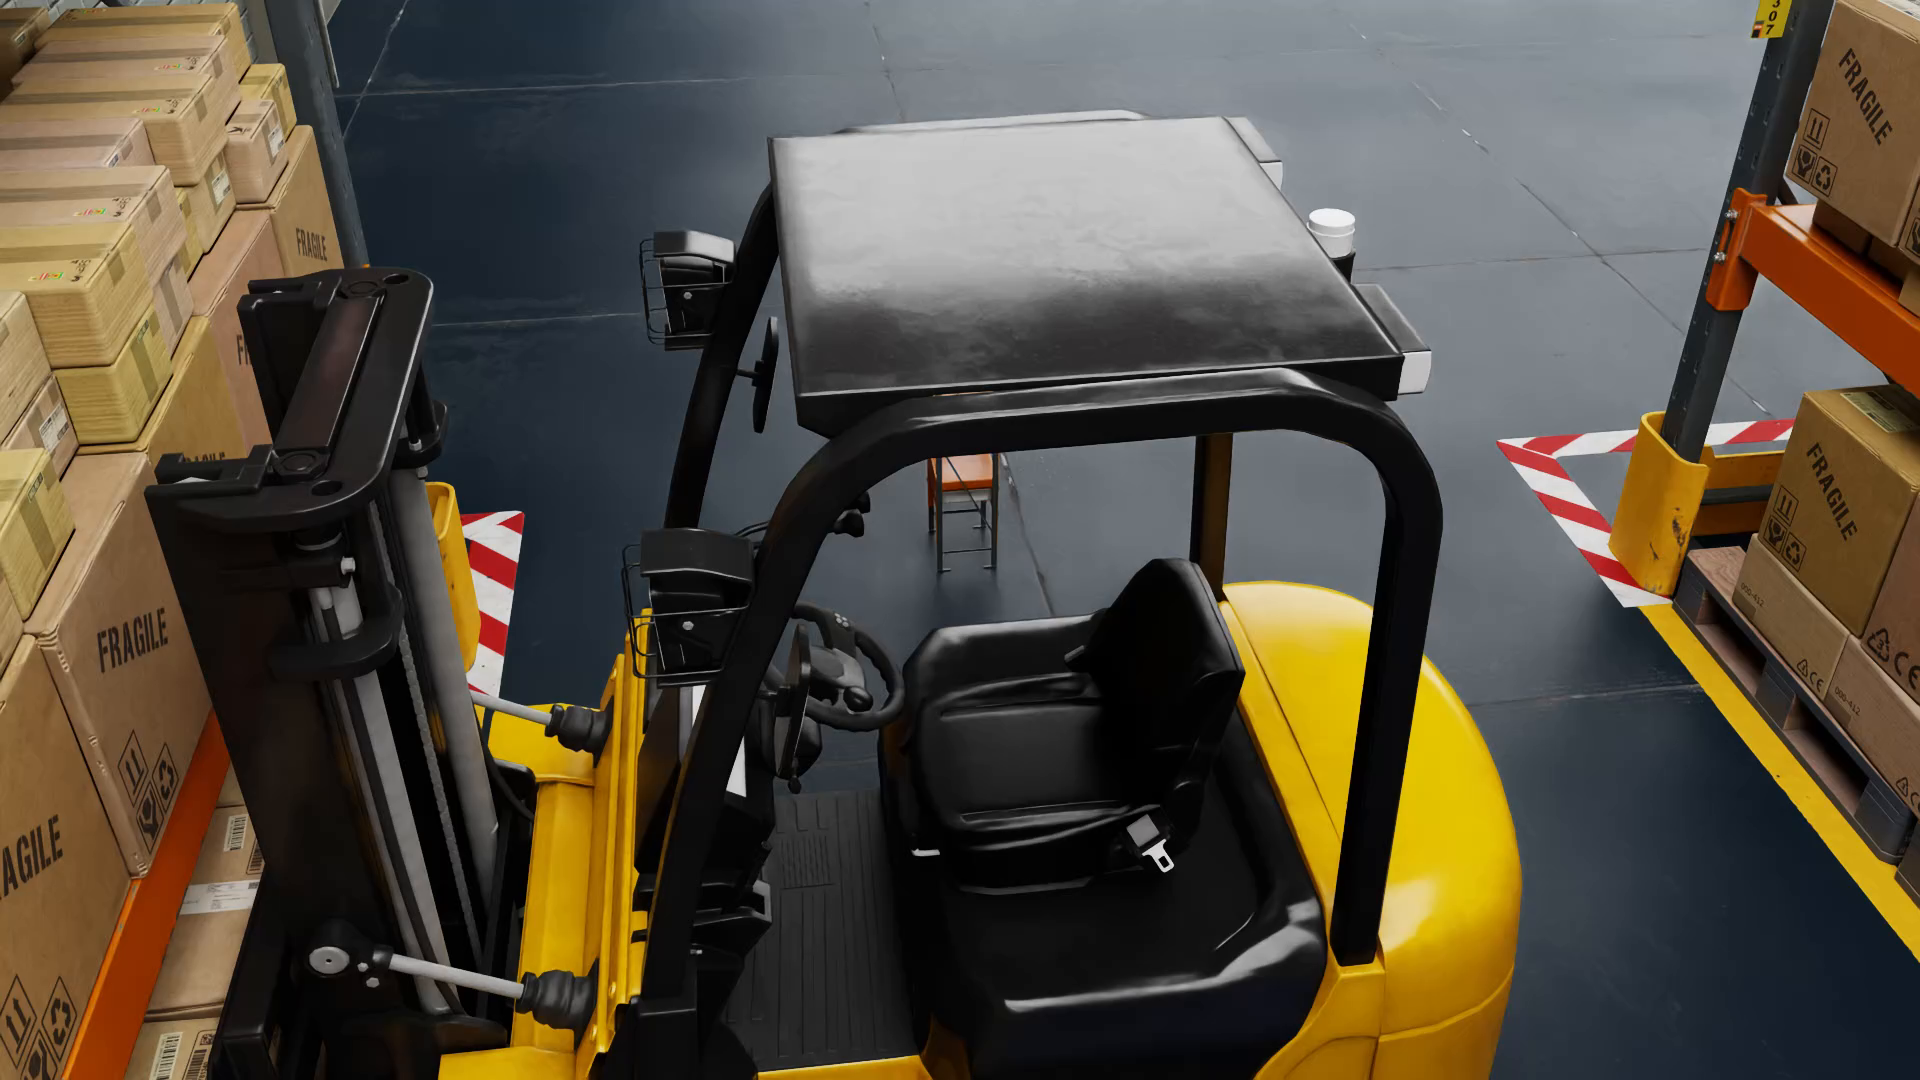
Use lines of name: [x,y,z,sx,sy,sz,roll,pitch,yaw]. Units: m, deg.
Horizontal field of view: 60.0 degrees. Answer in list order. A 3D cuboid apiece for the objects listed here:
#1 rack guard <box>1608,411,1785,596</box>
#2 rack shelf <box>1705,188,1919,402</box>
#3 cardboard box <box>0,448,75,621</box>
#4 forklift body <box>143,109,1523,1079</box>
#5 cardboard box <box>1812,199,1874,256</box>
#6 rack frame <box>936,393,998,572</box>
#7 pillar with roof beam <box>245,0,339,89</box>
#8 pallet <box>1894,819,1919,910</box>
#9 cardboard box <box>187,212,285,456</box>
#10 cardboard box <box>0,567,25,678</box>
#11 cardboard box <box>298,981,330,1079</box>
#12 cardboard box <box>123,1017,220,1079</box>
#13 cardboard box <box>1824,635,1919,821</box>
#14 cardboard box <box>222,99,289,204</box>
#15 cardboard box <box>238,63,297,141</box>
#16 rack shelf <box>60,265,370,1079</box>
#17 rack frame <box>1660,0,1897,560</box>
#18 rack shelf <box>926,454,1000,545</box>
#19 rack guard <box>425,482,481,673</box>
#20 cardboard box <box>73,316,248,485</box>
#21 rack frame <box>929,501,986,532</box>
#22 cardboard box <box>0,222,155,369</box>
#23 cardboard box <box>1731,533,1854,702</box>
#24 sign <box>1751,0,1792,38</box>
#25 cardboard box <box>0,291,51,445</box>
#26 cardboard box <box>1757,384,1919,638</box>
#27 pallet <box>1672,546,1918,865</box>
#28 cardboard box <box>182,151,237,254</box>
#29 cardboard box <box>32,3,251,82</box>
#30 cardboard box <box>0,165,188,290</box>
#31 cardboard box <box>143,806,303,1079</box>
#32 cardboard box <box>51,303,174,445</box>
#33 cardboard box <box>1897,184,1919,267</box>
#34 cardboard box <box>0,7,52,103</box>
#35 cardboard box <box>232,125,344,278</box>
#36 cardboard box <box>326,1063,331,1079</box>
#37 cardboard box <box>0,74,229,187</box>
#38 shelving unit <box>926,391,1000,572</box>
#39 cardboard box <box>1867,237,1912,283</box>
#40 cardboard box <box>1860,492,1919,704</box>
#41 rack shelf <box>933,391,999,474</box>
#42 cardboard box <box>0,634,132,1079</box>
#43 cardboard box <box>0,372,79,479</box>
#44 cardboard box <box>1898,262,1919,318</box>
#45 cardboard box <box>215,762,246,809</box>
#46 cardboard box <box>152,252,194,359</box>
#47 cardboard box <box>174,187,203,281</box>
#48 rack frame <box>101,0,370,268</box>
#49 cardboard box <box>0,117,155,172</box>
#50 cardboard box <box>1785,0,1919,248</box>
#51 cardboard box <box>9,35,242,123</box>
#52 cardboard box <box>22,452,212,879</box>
rack guard: [2.822,-0.159,5.539,1.175,0.500,0.348,-4,35,-6]
rack shelf: [3.081,0.179,3.462,1.077,0.370,4.000,-4,35,-6]
cardboard box: [-1.539,0.005,2.415,0.380,0.149,0.250,-5,35,-7]
forklift body: [-0.043,0.415,3.231,2.313,2.155,1.214,-4,35,-6]
cardboard box: [2.653,-0.925,4.667,0.380,0.149,0.250,-4,35,-6]
rack frame: [0.024,-0.336,5.311,0.200,1.050,0.008,-4,35,-6]
pillar with roof beam: [0.553,-6.552,7.374,9.100,9.000,0.400,-4,35,-6]
pallet: [3.057,1.096,3.954,1.003,0.211,1.213,-4,35,-6]
cardboard box: [-1.719,-0.352,3.515,0.500,0.500,0.500,-3,34,-5]
cardboard box: [-1.494,0.153,2.198,0.380,0.149,0.250,-5,35,-8]
cardboard box: [-1.520,0.995,3.251,0.500,0.250,0.500,-4,35,-7]
cardboard box: [-1.459,1.069,2.698,0.500,0.250,0.500,-3,34,-5]
cardboard box: [2.708,0.485,4.443,0.500,0.250,0.500,-3,34,-5]
cardboard box: [-1.718,-0.853,3.673,0.380,0.149,0.250,-4,34,-6]
cardboard box: [-1.782,-0.993,3.879,0.380,0.149,0.250,-4,34,-6]
rack shelf: [-1.837,0.557,2.907,1.077,0.370,4.000,-4,35,-6]
rack frame: [2.812,-1.234,4.897,1.000,3.000,0.127,-4,35,-6]
rack shelf: [0.007,-0.166,5.573,0.215,0.259,0.240,-4,35,-6]
rack guard: [-2.109,0.164,5.066,1.175,0.500,0.348,-4,35,-6]
cardboard box: [-1.650,-0.066,3.095,0.500,0.500,0.500,-5,35,-7]
rack frame: [-0.009,-0.472,5.510,0.200,1.050,0.008,-4,35,-6]
cardboard box: [-1.578,-0.400,2.744,0.380,0.149,0.250,-4,34,-5]
cardboard box: [2.646,0.200,4.862,0.500,0.250,0.500,-5,35,-7]
sign: [2.274,-1.551,4.593,0.100,0.325,0.005,-4,35,-6]
cardboard box: [-1.637,-0.249,2.523,0.380,0.149,0.250,-4,34,-6]
cardboard box: [2.650,-0.097,4.631,0.500,0.500,0.500,-5,35,-8]
pallet: [2.896,0.417,4.951,1.003,0.211,1.213,-4,35,-6]
cardboard box: [-1.744,-0.703,3.454,0.380,0.149,0.250,-4,34,-5]
cardboard box: [-1.849,-1.104,3.778,0.380,0.149,0.250,-4,35,-6]
cardboard box: [-1.618,-0.544,2.955,0.380,0.149,0.250,-4,34,-5]
cardboard box: [-1.522,0.776,3.129,0.500,0.250,0.500,-5,35,-7]
cardboard box: [-1.585,-0.279,2.831,0.380,0.149,0.250,-4,34,-6]
cardboard box: [2.674,-0.824,3.943,0.500,0.500,0.500,-3,34,-5]
cardboard box: [-2.273,-1.085,3.749,0.380,0.149,0.250,-5,35,-7]
cardboard box: [-1.780,-0.643,3.940,0.500,0.500,0.500,-5,35,-7]
cardboard box: [-1.522,1.191,3.407,0.500,0.250,0.500,-3,34,-5]
cardboard box: [-1.723,-0.825,3.368,0.380,0.149,0.250,-4,34,-5]
shelving unit: [0.007,-0.404,5.411,0.215,1.050,0.252,-4,35,-6]
cardboard box: [2.701,-0.785,4.461,0.380,0.149,0.250,-4,34,-6]
cardboard box: [2.725,0.195,4.204,0.500,0.500,0.500,-6,35,-8]
rack shelf: [0.007,-0.395,5.416,0.215,0.259,0.240,-4,35,-6]
cardboard box: [-1.525,0.496,2.270,0.500,0.500,0.500,-5,35,-7]
cardboard box: [-1.641,-0.133,2.617,0.380,0.149,0.250,-5,35,-7]
cardboard box: [2.656,-0.631,4.235,0.380,0.149,0.250,-5,35,-8]
cardboard box: [-1.583,0.492,3.545,0.500,0.250,0.500,-4,34,-6]
cardboard box: [-1.639,-0.419,3.036,0.380,0.149,0.250,-5,35,-8]
cardboard box: [-1.722,-0.564,3.249,0.380,0.149,0.250,-5,35,-7]
rack frame: [-2.106,-0.856,4.342,1.000,3.000,0.127,-4,35,-6]
cardboard box: [-1.763,-0.681,3.156,0.380,0.149,0.250,-4,34,-6]
cardboard box: [2.601,-1.113,4.366,0.500,0.500,0.500,-5,35,-7]
cardboard box: [-1.785,-0.969,3.579,0.380,0.149,0.250,-4,35,-6]
cardboard box: [-1.571,0.213,2.685,0.500,0.500,0.500,-4,34,-6]
